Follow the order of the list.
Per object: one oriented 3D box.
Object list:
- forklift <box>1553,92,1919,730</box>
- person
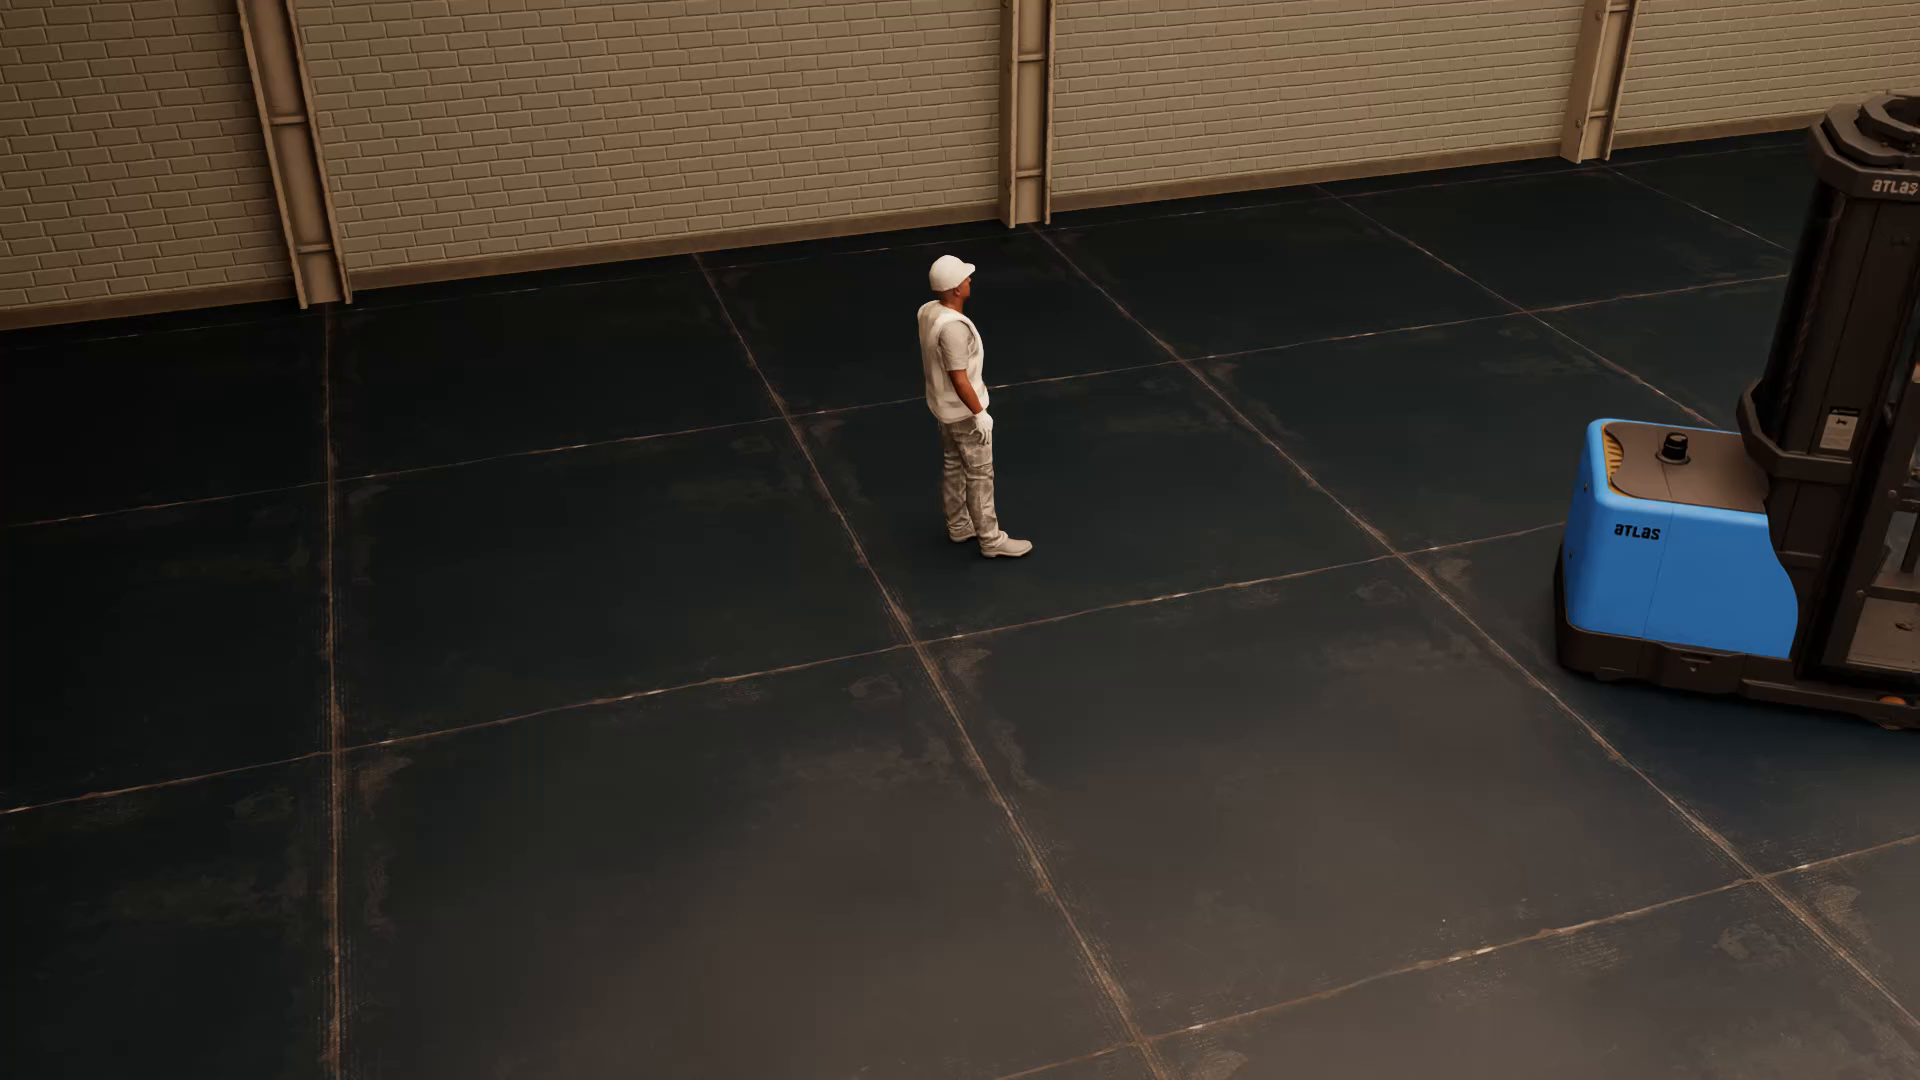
[{"bbox_3d":[4.737,-0.585,8.104,3.031,2.935,1.130,8,31,14],"label":"forklift"},{"bbox_3d":[0.071,-0.786,9.590,0.577,1.782,0.656,-10,31,-16],"label":"person"}]
